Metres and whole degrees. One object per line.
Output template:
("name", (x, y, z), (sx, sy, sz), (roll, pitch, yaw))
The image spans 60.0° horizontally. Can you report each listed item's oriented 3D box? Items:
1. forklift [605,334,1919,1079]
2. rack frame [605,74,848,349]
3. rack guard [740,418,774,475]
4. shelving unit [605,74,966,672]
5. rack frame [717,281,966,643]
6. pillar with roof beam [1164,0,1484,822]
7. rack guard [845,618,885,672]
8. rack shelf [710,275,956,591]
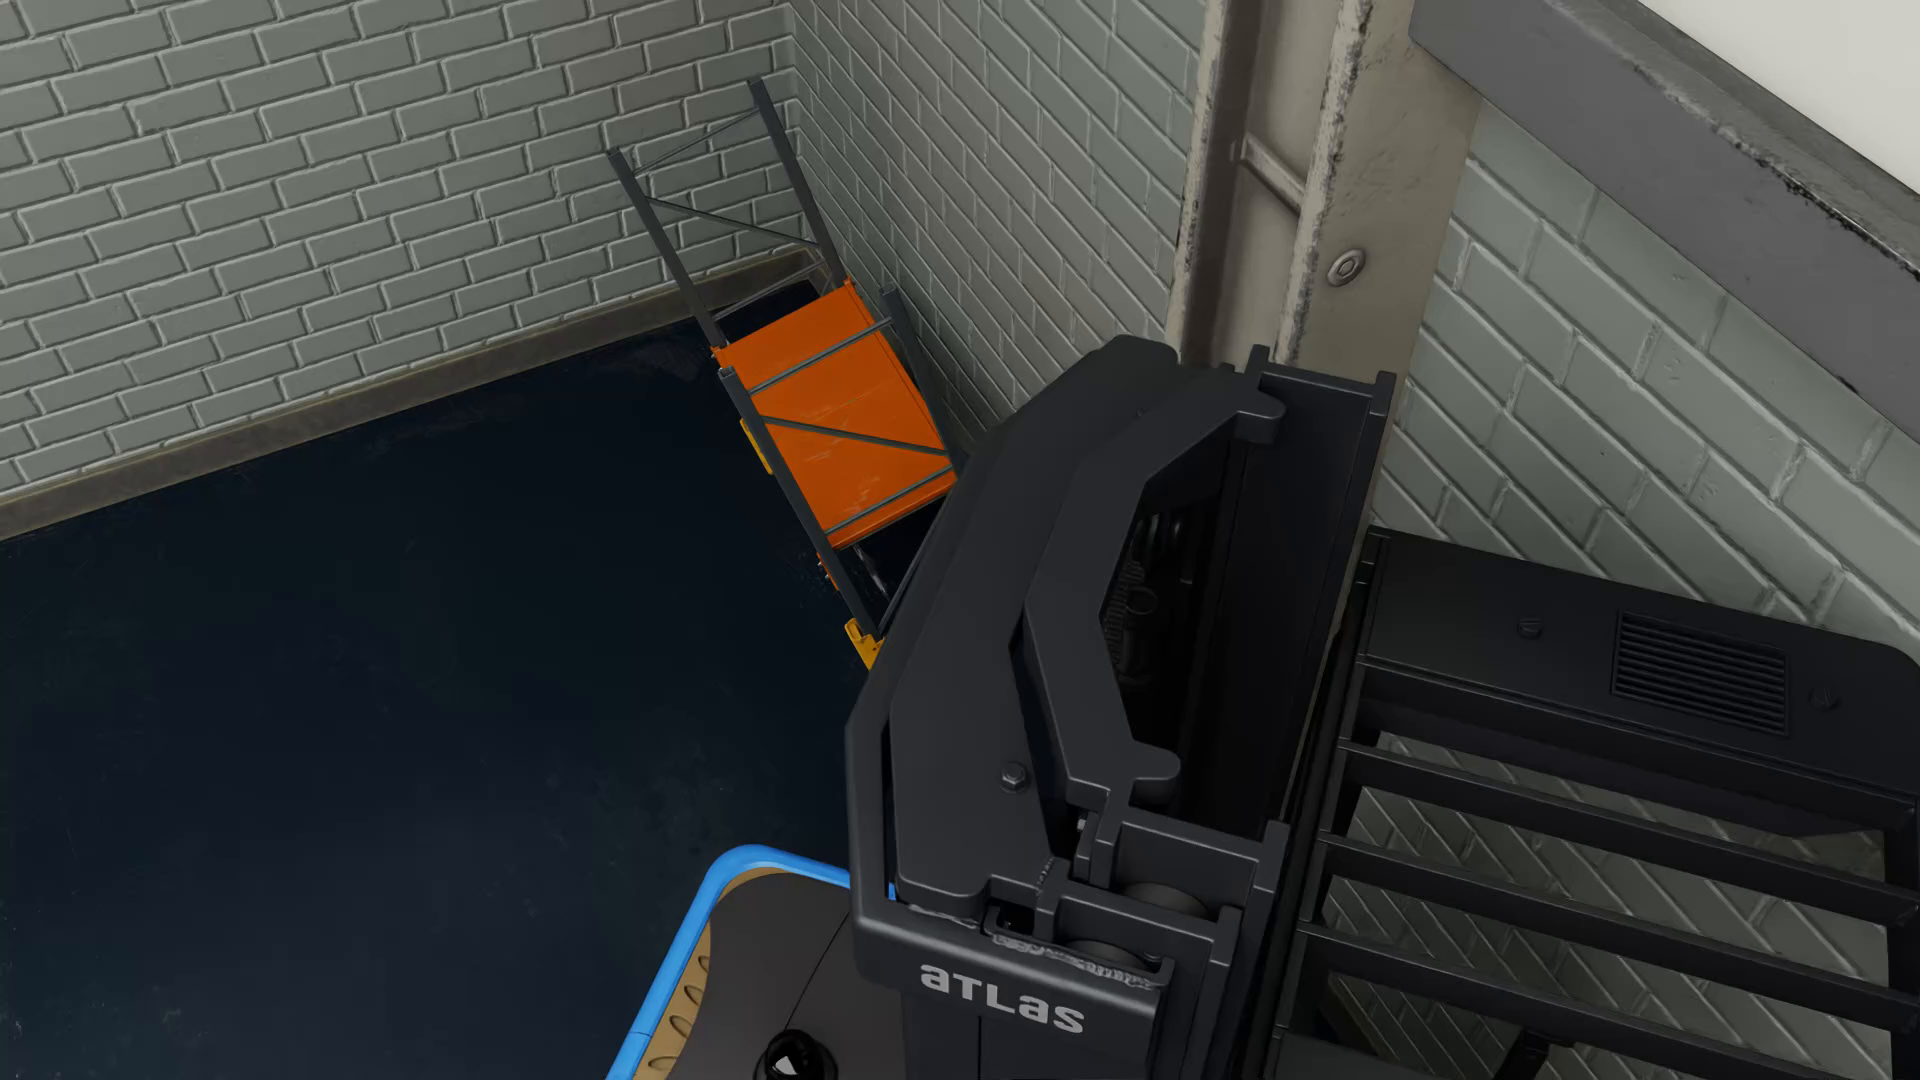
("forklift", (0.729, 1.109, 2.833), (3.031, 2.935, 1.130), (14, 50, 12))
("rack frame", (-0.618, -0.809, 5.393), (0.500, 1.500, 0.032), (-28, 53, -4))
("rack guard", (-0.467, -0.460, 5.890), (0.587, 0.250, 0.087), (-28, 53, -4))
("shelving unit", (-0.414, -0.466, 5.092), (0.587, 1.500, 1.083), (-28, 53, -4))
("rack frame", (-0.203, -0.112, 4.780), (0.500, 1.500, 0.032), (-28, 53, -4))
("pillar with roof beam", (-3.180, -0.498, 0.207), (9.100, 9.000, 0.400), (-21, 52, -18))
("rack guard", (-0.061, 0.223, 5.289), (0.587, 0.250, 0.087), (-28, 53, -4))
("rack shelf", (-0.367, -0.360, 5.230), (0.538, 0.185, 1.000), (-28, 53, -4))
